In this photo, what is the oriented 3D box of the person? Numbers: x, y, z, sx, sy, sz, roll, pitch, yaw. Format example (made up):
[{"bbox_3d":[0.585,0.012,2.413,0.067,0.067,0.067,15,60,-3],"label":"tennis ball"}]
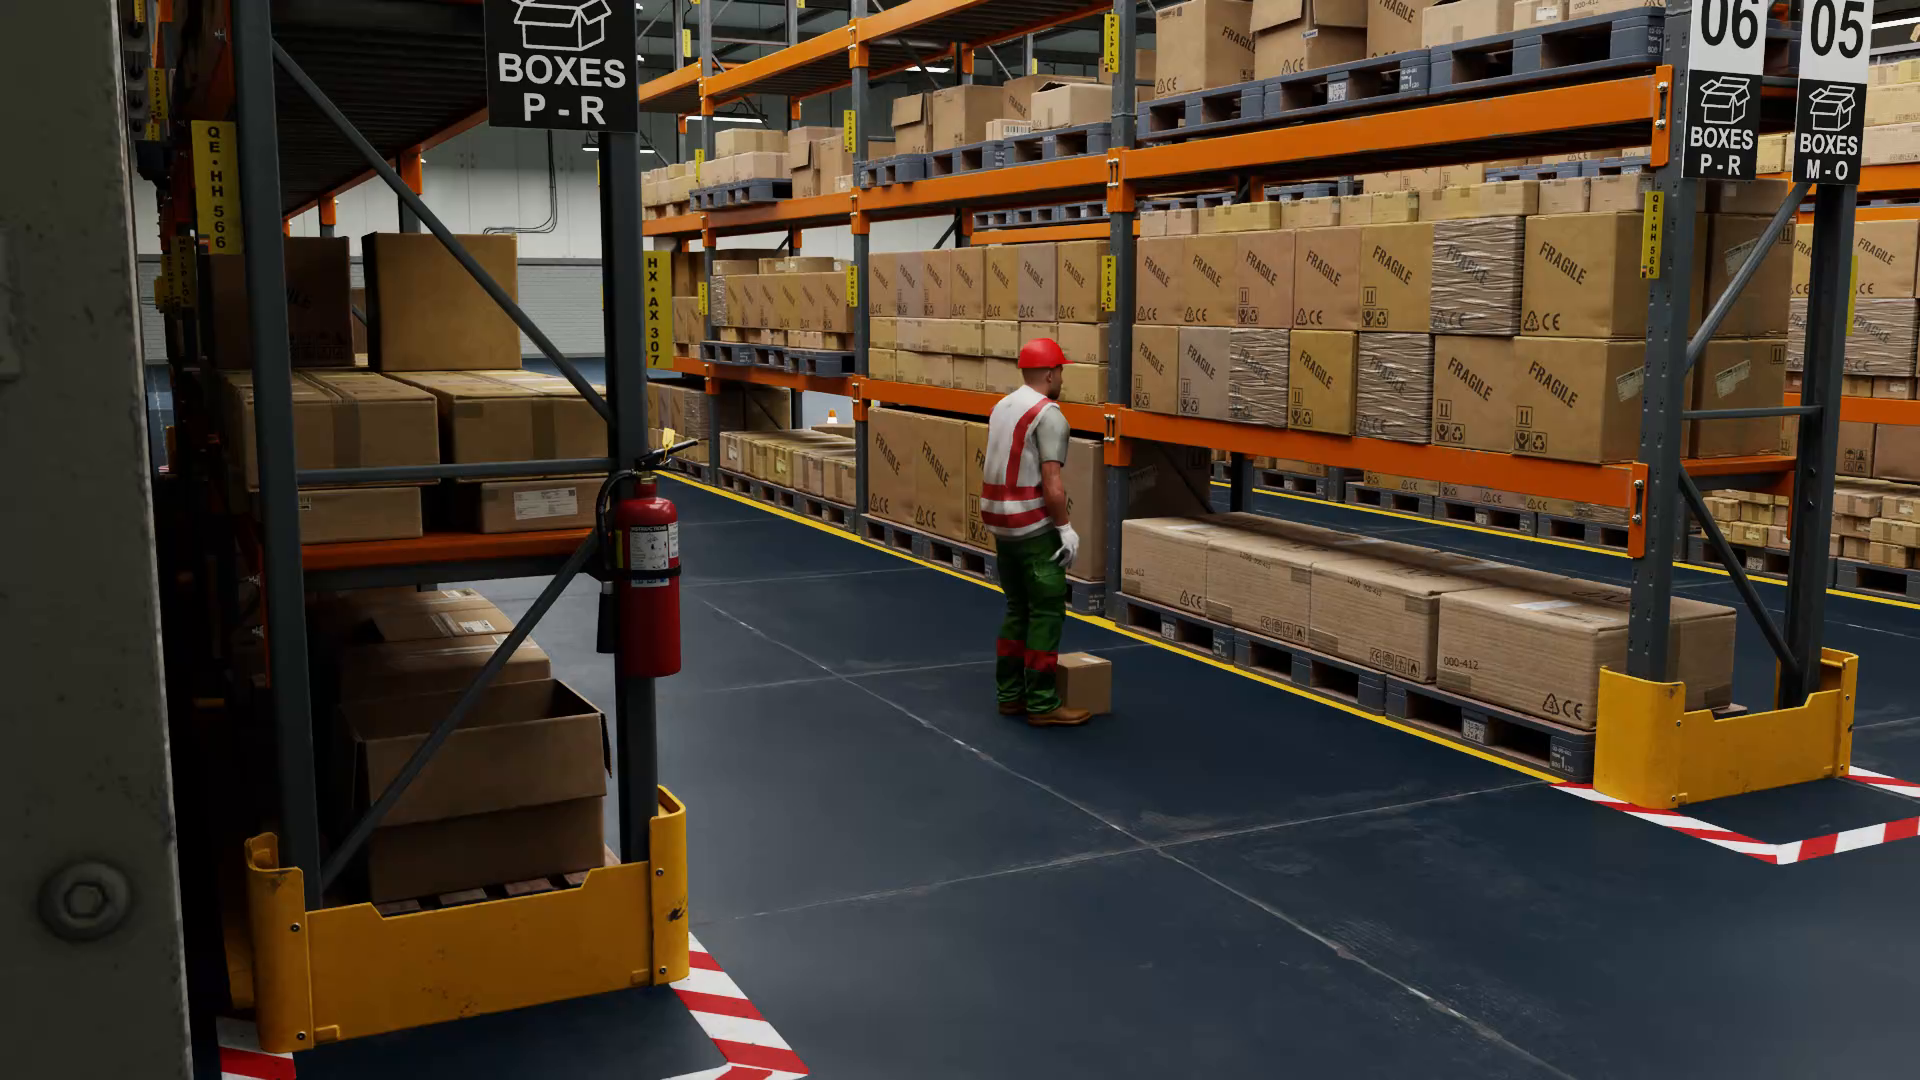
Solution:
[{"bbox_3d":[0.355,-0.047,7.757,0.454,1.779,0.609,-4,9,-26],"label":"person"}]
